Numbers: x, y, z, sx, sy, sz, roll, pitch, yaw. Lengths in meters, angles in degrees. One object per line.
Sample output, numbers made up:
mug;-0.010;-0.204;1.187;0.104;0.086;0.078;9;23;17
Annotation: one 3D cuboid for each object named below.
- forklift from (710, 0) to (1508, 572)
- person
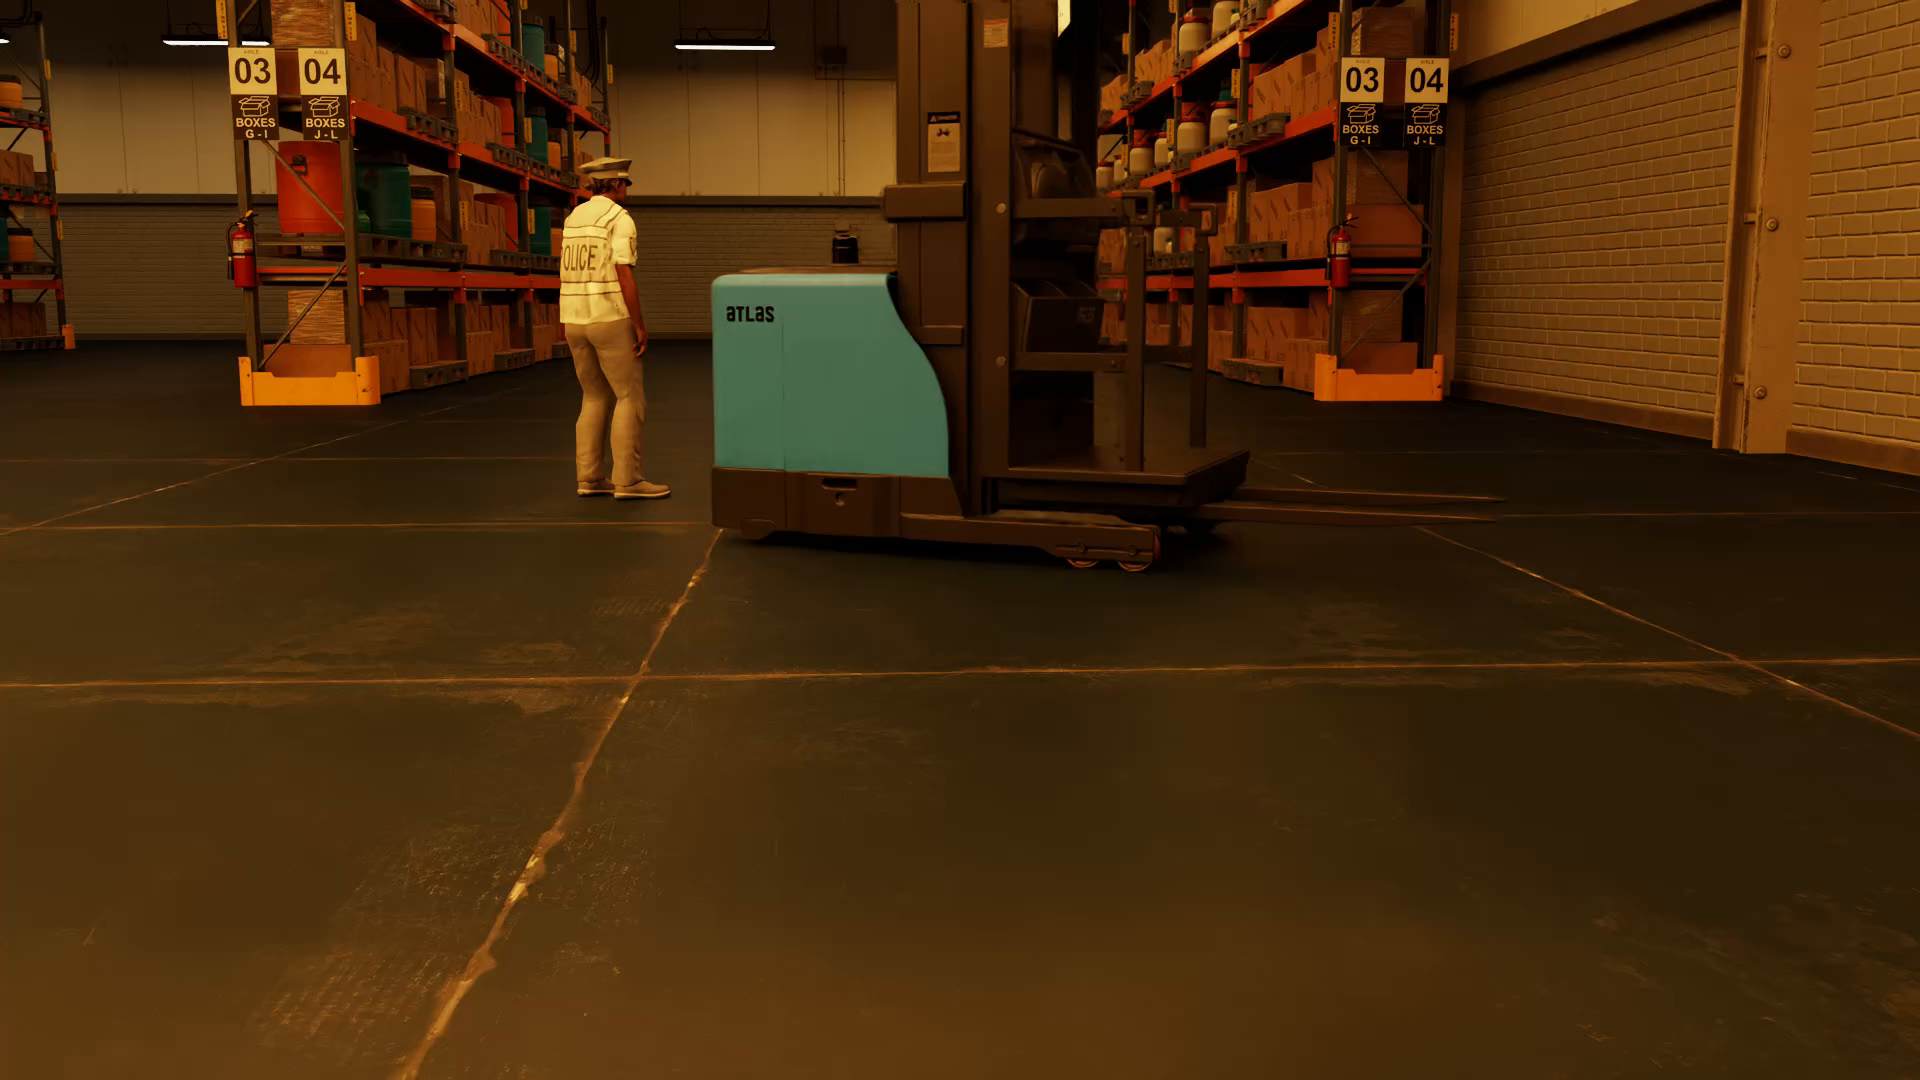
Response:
forklift;0.564;-1.423;6.414;3.031;2.935;1.130;3;9;21
person;-1.729;-1.039;8.167;0.530;1.658;0.397;6;10;36
